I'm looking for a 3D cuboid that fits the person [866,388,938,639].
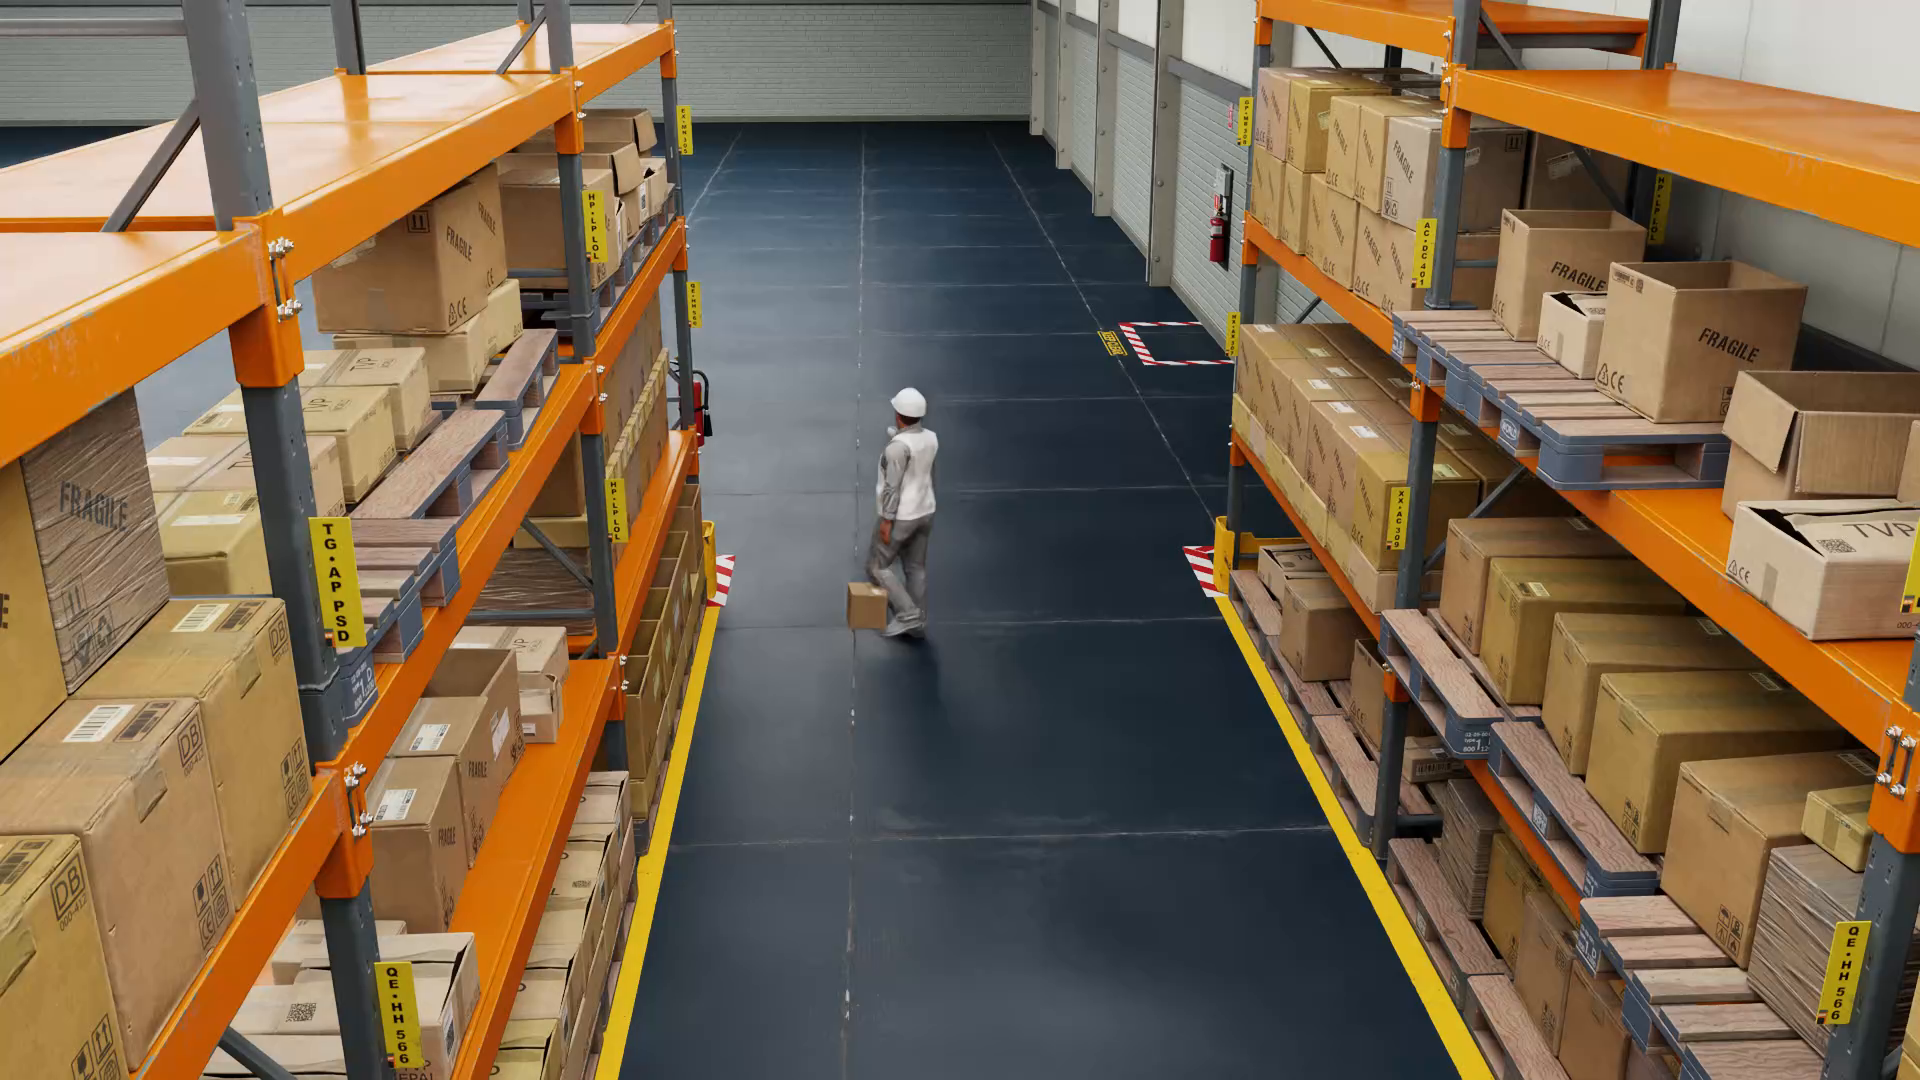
[{"bbox_3d":[-0.370,-0.171,11.481,0.431,1.772,0.628,14,25,34],"label":"person"}]
